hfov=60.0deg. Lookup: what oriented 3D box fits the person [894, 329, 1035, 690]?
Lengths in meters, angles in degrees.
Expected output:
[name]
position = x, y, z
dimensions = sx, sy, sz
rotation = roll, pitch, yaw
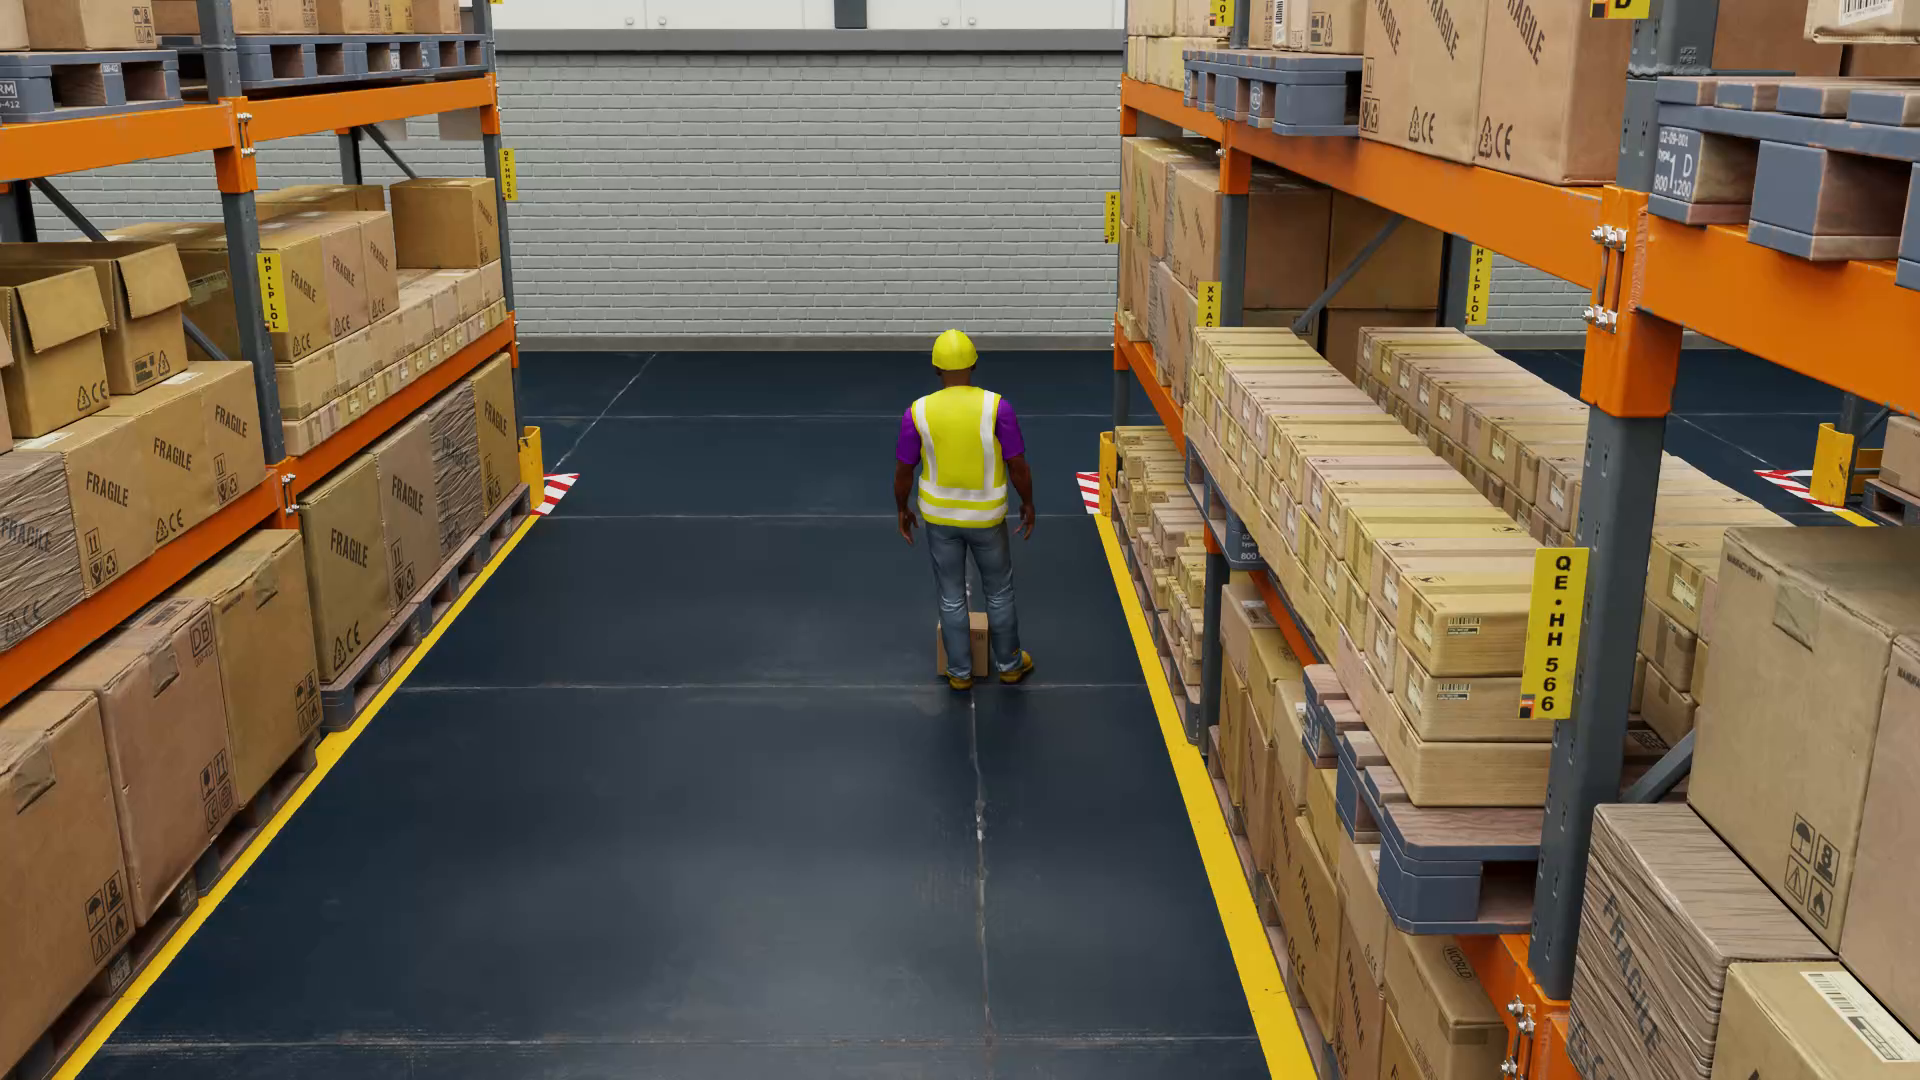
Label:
[person]
position = 0.031, -0.150, 7.963
dimensions = 0.665, 1.765, 0.577
rotation = 2, 17, 6
